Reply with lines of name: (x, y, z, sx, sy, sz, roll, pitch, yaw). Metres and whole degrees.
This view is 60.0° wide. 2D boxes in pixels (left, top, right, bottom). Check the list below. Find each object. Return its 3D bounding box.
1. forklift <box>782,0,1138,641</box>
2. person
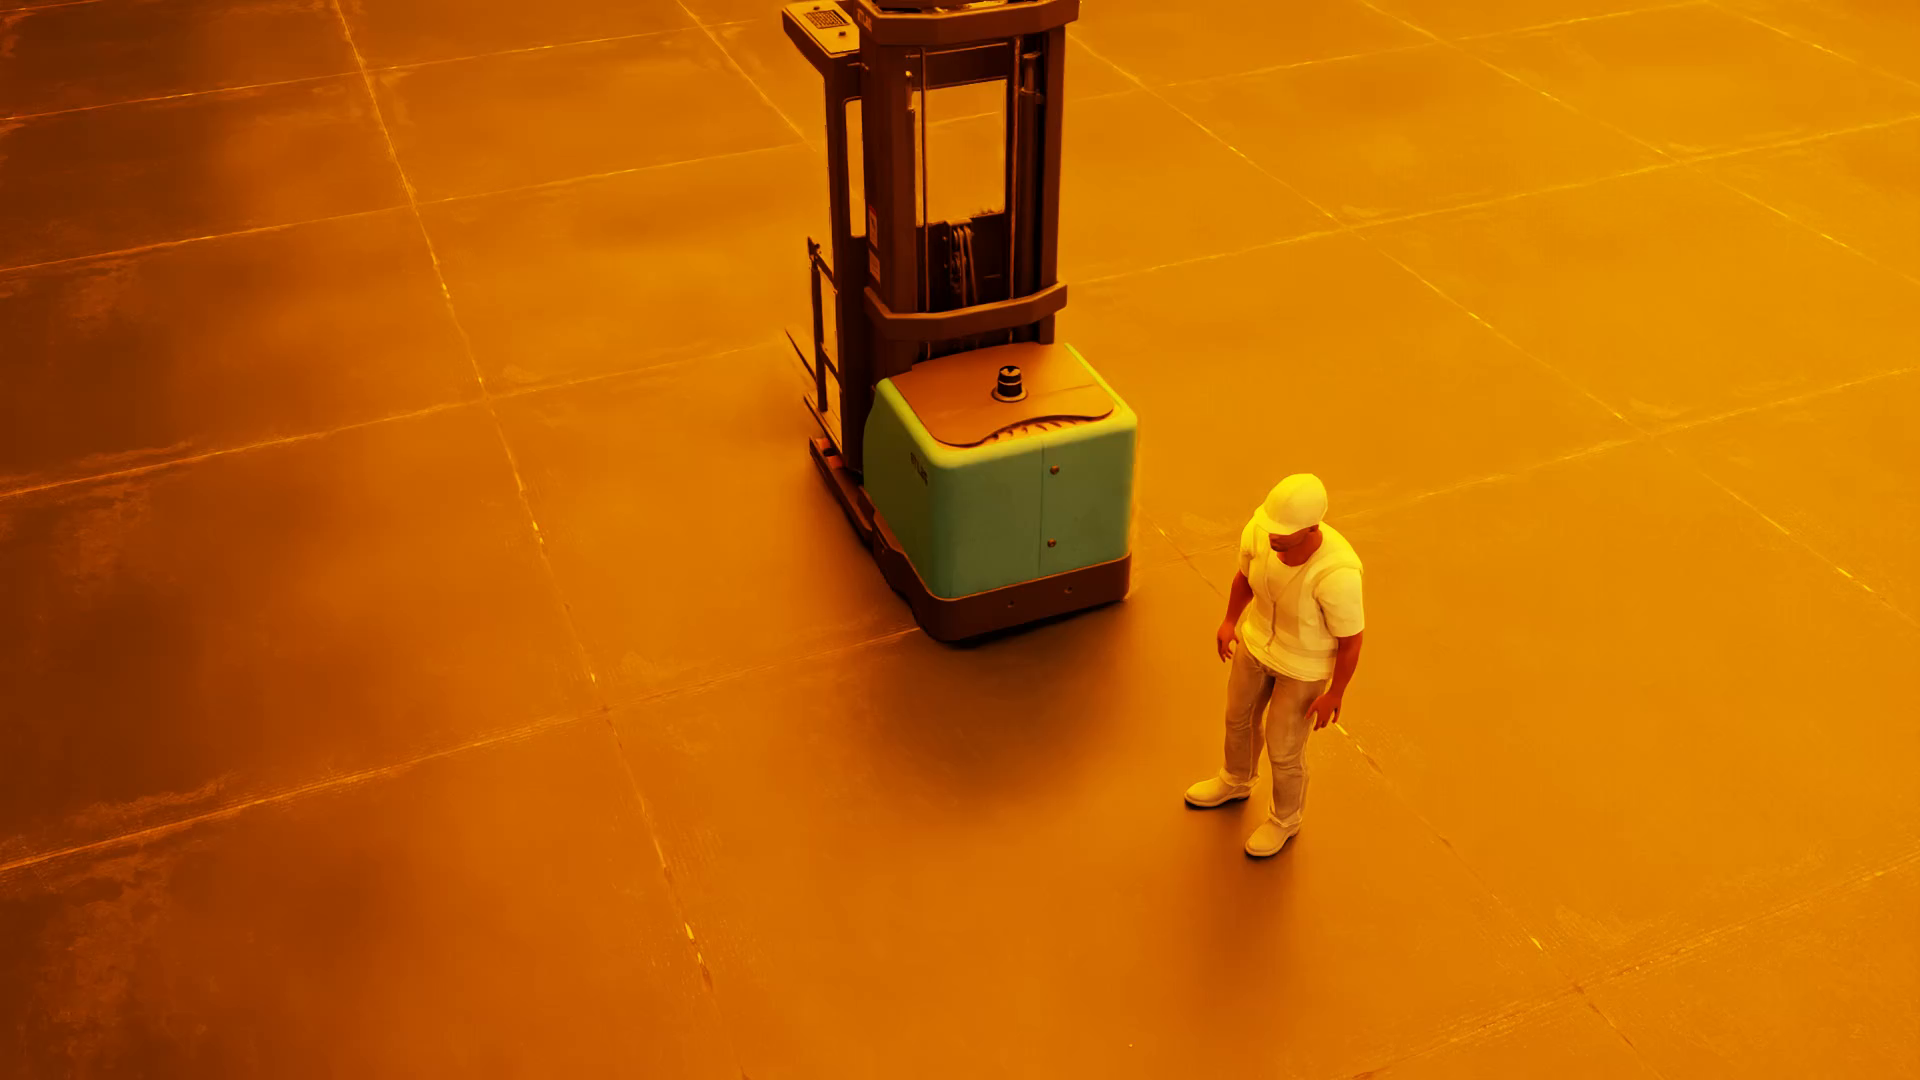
forklift: (-0.183, -1.570, 8.306, 1.130, 2.935, 3.031, -13, 37, -18)
person: (1.244, 0.461, 6.465, 0.462, 1.759, 0.627, -23, 41, -28)
